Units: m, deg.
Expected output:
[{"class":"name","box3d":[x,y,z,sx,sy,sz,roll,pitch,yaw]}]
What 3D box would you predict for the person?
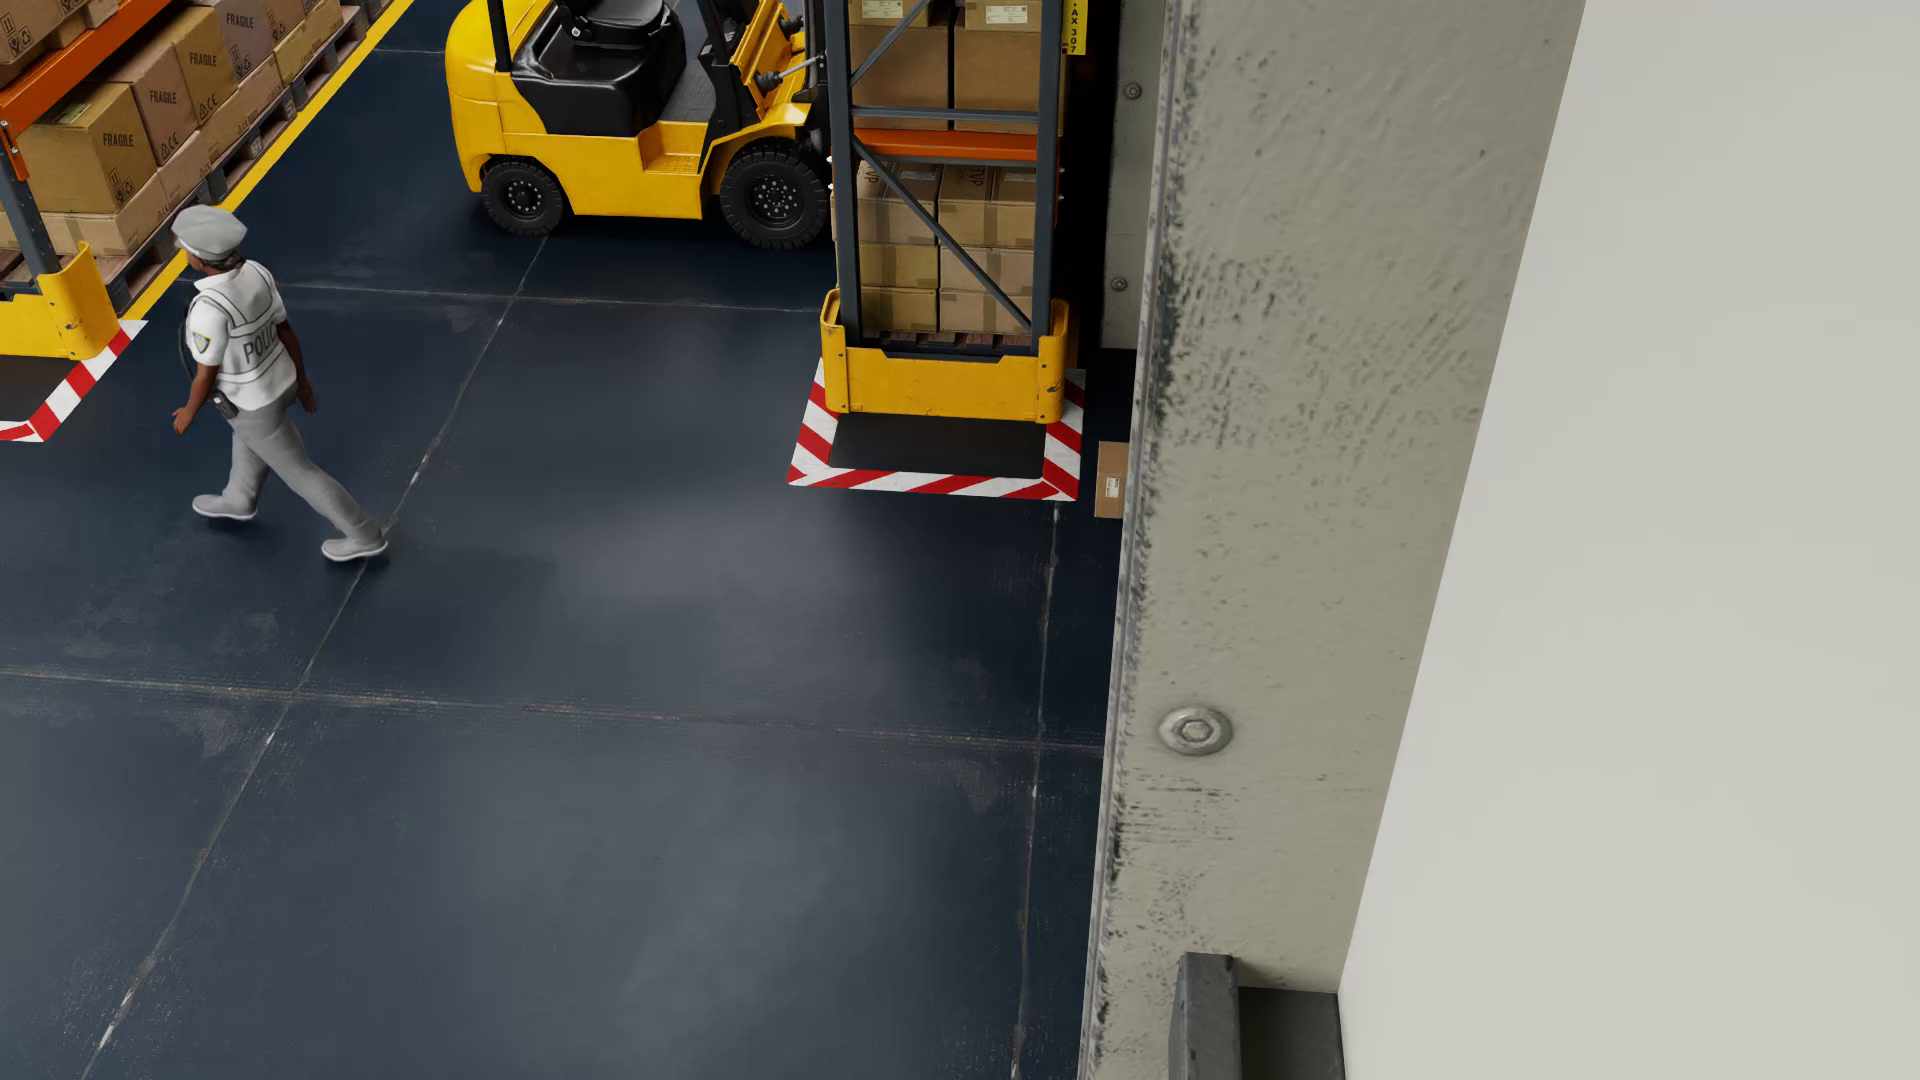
[{"class":"person","box3d":[-2.992,-0.622,6.860,0.978,1.626,0.459,5,41,6]}]
